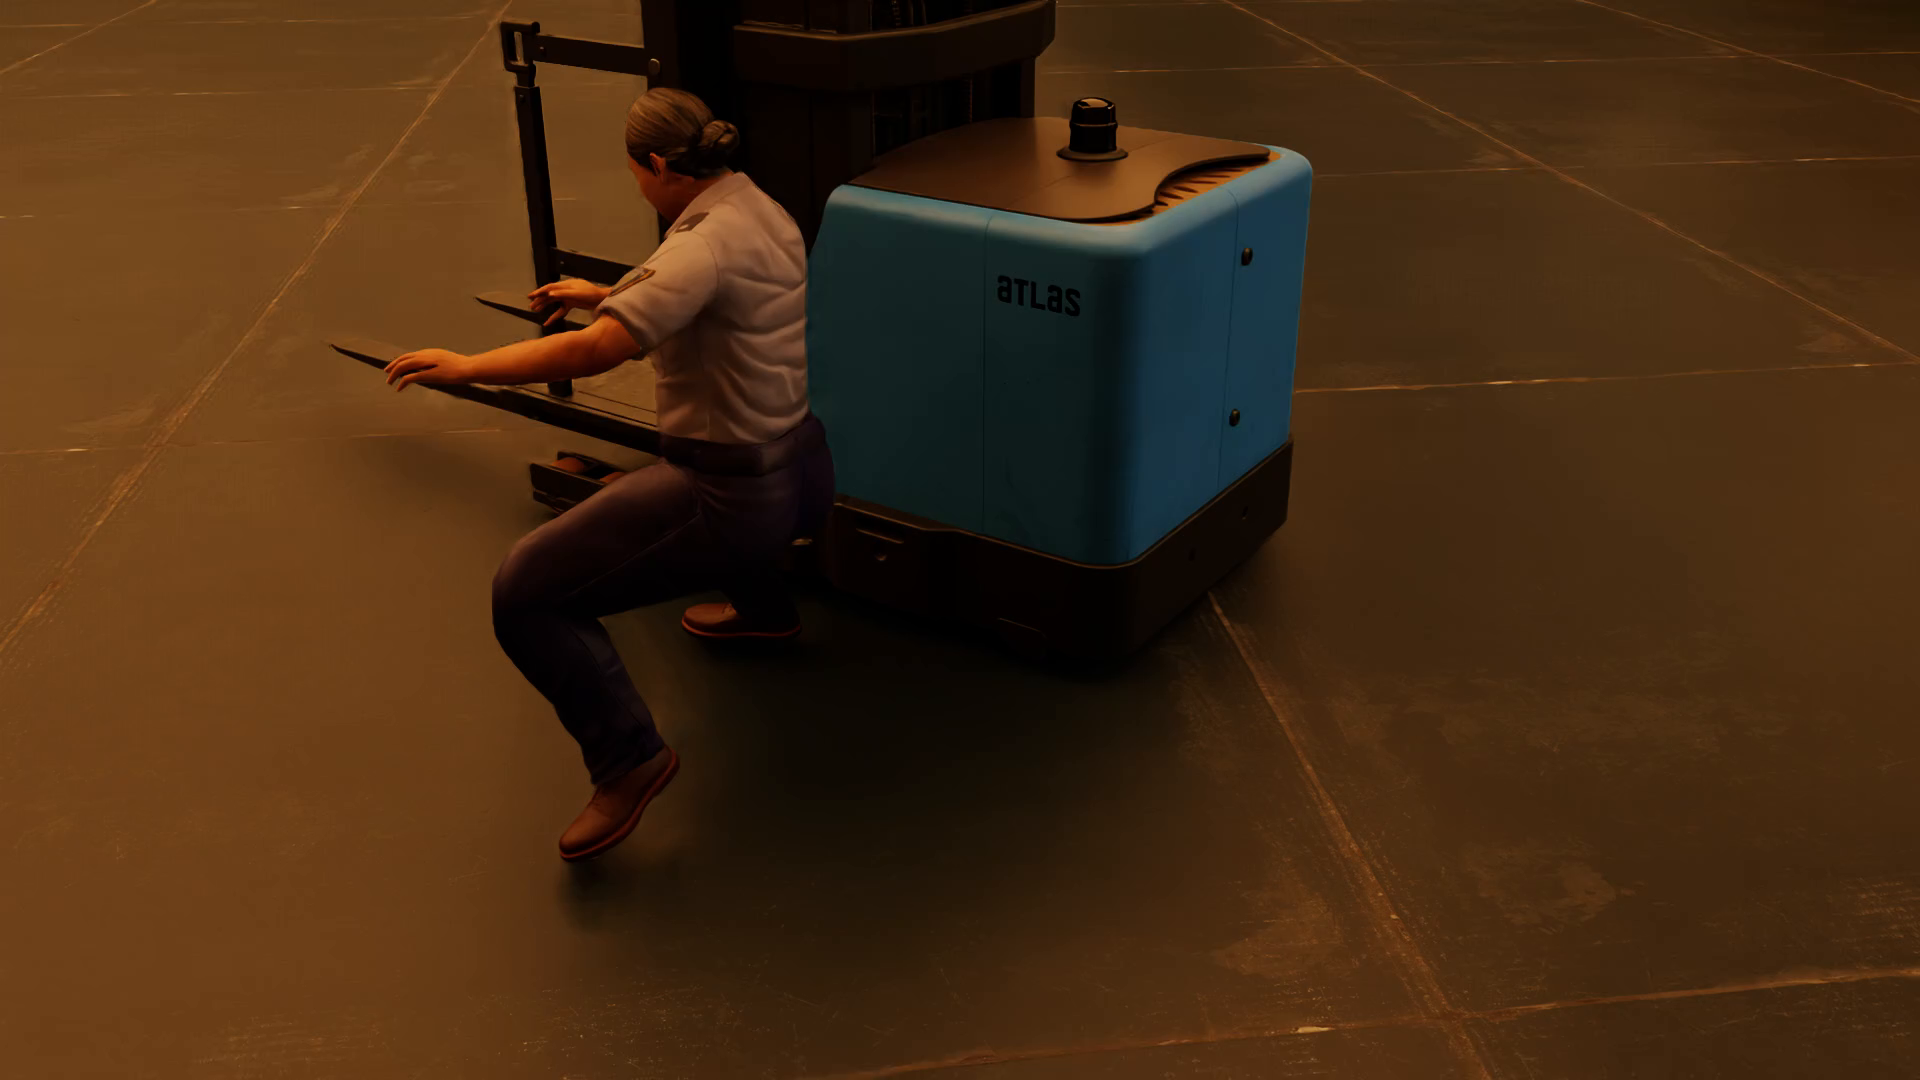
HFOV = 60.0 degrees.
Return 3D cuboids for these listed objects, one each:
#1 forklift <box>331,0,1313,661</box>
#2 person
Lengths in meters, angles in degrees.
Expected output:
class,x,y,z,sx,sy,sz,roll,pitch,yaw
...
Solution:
class,x,y,z,sx,sy,sz,roll,pitch,yaw
forklift,-0.611,-1.513,4.370,3.031,2.935,1.130,16,30,30
person,-0.615,-0.196,3.364,0.694,1.385,1.009,9,27,19
